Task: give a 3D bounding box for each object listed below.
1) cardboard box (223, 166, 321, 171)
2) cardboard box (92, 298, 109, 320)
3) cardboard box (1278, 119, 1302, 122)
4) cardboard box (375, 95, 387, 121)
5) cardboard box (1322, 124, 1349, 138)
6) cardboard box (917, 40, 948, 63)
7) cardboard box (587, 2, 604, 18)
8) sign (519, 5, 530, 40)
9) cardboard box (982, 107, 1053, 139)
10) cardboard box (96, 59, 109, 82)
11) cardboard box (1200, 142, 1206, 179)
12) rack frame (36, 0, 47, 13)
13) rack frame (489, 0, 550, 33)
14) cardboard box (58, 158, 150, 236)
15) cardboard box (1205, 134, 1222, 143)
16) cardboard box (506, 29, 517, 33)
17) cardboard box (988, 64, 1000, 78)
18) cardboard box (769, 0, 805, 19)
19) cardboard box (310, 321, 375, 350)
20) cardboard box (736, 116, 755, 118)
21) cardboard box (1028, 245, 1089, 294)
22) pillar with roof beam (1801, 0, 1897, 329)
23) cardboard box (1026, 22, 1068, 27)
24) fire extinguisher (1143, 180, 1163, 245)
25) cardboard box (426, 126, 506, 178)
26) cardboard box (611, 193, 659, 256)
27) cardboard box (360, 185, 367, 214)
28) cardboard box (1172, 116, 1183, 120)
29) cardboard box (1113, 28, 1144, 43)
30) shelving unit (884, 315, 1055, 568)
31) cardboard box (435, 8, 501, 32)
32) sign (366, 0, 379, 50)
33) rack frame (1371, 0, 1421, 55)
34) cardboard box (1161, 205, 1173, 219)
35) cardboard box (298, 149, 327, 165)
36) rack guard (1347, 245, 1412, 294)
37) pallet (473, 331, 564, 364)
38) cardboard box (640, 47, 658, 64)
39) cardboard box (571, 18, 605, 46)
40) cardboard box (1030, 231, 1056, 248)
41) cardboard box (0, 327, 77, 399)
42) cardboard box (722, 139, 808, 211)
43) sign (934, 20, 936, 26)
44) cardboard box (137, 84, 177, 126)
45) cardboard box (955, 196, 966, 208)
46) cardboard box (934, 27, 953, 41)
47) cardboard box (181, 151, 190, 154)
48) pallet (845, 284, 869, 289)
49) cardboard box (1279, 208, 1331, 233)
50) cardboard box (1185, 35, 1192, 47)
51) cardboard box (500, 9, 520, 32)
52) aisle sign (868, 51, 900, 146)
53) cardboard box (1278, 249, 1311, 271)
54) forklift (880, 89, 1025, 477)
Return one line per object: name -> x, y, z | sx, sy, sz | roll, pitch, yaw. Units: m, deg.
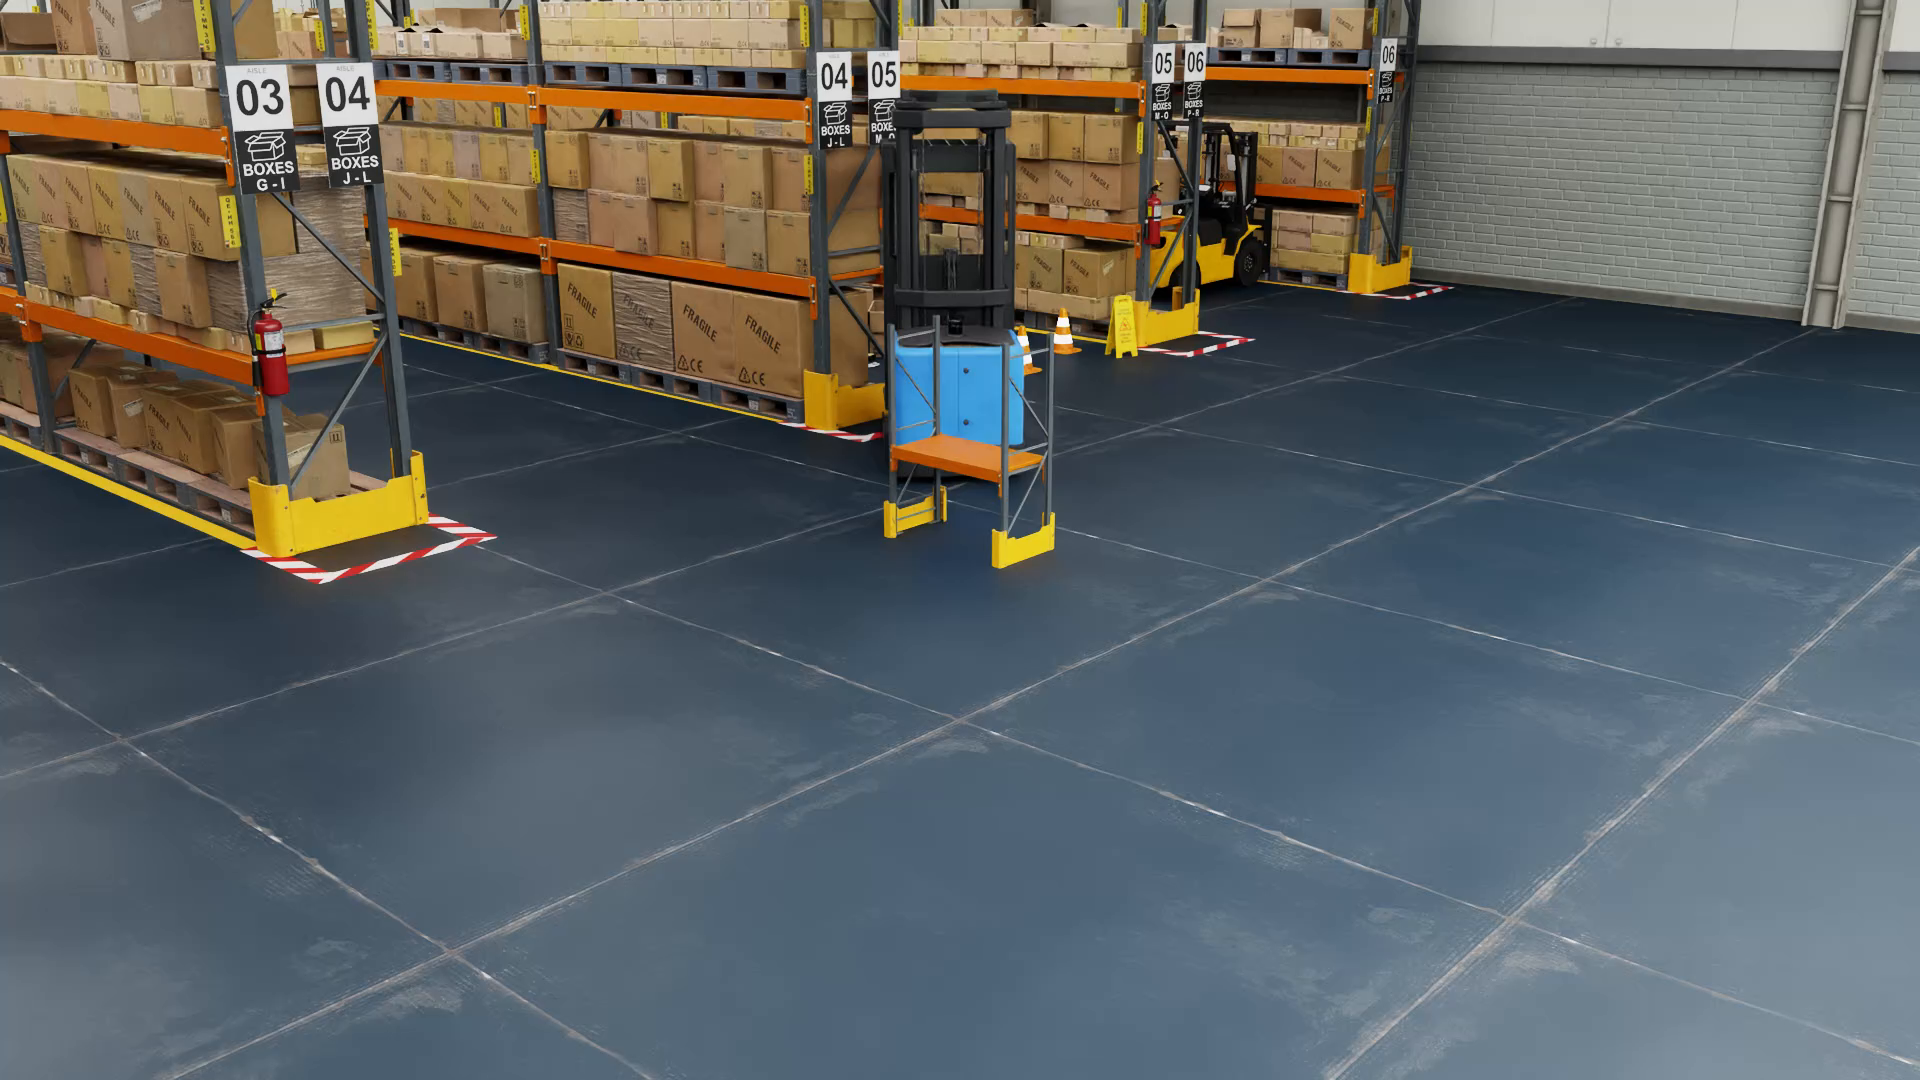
cardboard box -> -4.878, -2.393, 11.882 | 0.500, 0.500, 0.500 | 15, 23, 39
cardboard box -> -6.358, -1.779, 12.675 | 0.250, 0.149, 0.380 | 15, 23, 39
cardboard box -> 4.582, -5.718, 22.941 | 0.250, 0.149, 0.380 | 14, 23, 38
cardboard box -> -9.498, -7.271, 27.745 | 0.500, 0.500, 0.500 | 14, 23, 38
cardboard box -> 4.979, -5.384, 21.888 | 0.250, 0.149, 0.380 | 15, 23, 39
cardboard box -> -0.153, -5.746, 19.556 | 0.500, 0.250, 0.500 | 15, 23, 39
cardboard box -> -3.285, -4.993, 15.664 | 0.250, 0.149, 0.380 | 15, 23, 38
sign -> -4.255, -5.059, 16.260 | 0.005, 0.325, 0.100 | 15, 23, 39
cardboard box -> 0.668, -4.728, 19.241 | 0.500, 0.500, 0.700 | 15, 23, 39
cardboard box -> -5.836, -3.314, 11.727 | 0.250, 0.149, 0.380 | 14, 22, 37
cardboard box -> 3.538, -5.319, 23.247 | 0.500, 0.500, 0.500 | 15, 23, 39
rack frame -> -12.878, -8.627, 23.917 | 0.127, 3.000, 1.000 | 15, 23, 39
rack frame -> -6.676, -8.964, 24.980 | 0.127, 3.000, 1.000 | 15, 23, 39
cardboard box -> -6.354, -2.573, 12.452 | 0.500, 0.500, 0.500 | 15, 23, 39
cardboard box -> 3.602, -5.591, 23.034 | 0.250, 0.149, 0.380 | 14, 22, 38
cardboard box -> -6.534, -7.490, 24.824 | 0.258, 0.266, 0.396 | 15, 23, 39
cardboard box -> 0.533, -5.379, 19.060 | 0.250, 0.149, 0.380 | 15, 23, 40
cardboard box -> -1.388, -4.483, 14.058 | 0.250, 0.149, 0.380 | 15, 23, 40
cardboard box -> -4.333, -1.444, 11.618 | 0.250, 0.149, 0.380 | 15, 23, 39
cardboard box -> -2.765, -5.561, 22.824 | 0.500, 0.500, 0.500 | 15, 23, 38
cardboard box -> 1.135, -3.148, 19.183 | 0.500, 0.500, 0.500 | 16, 24, 41
pillar with roof beam -> 7.299, -5.843, 15.146 | 0.400, 9.000, 9.100 | 15, 23, 39
cardboard box -> 1.323, -7.501, 24.618 | 0.500, 0.311, 0.500 | 14, 22, 37
fire extinguisher -> 2.079, -3.531, 17.906 | 0.183, 0.674, 0.296 | 15, 23, 39
cardboard box -> -5.418, -4.286, 18.341 | 0.500, 0.500, 0.700 | 15, 23, 39
cardboard box -> -2.866, -3.117, 16.228 | 0.550, 0.550, 0.875 | 15, 23, 39
cardboard box -> -6.737, -4.057, 19.272 | 0.500, 0.500, 0.500 | 15, 23, 40
cardboard box -> 3.093, -5.908, 23.539 | 0.250, 0.149, 0.380 | 14, 23, 38
cardboard box -> 1.851, -5.386, 17.762 | 0.250, 0.149, 0.380 | 15, 23, 40
shelving unit -> 0.057, -0.700, 11.337 | 1.083, 1.500, 0.587 | 15, 23, 39
cardboard box -> -5.408, -5.600, 18.316 | 0.500, 0.500, 0.500 | 15, 23, 39
sign -> -3.918, -3.422, 11.031 | 0.005, 0.325, 0.100 | 15, 23, 39
rack frame -> 5.592, -7.678, 20.928 | 0.127, 3.000, 1.000 | 15, 23, 39
cardboard box -> 2.183, -3.690, 18.695 | 0.250, 0.149, 0.380 | 15, 23, 39
cardboard box -> -7.565, -4.519, 19.631 | 0.250, 0.149, 0.380 | 14, 22, 37
rack guard -> 5.609, -3.622, 22.199 | 0.348, 0.500, 1.175 | 15, 23, 39
pallet -> -4.529, -2.166, 18.089 | 1.213, 0.211, 1.003 | 15, 23, 39
cardboard box -> -2.718, -4.460, 15.304 | 0.250, 0.149, 0.380 | 15, 23, 40
cardboard box -> -3.344, -4.843, 15.851 | 0.500, 0.250, 0.500 | 15, 23, 39
cardboard box -> 1.022, -3.463, 19.102 | 0.250, 0.149, 0.380 | 16, 23, 40
cardboard box -> -8.478, -1.614, 15.145 | 0.500, 0.500, 0.700 | 13, 22, 35
cardboard box -> -1.635, -3.314, 15.061 | 0.550, 0.550, 0.875 | 15, 23, 39
sign -> -0.338, -6.298, 20.685 | 0.005, 0.325, 0.100 | 15, 23, 39
cardboard box -> -5.183, -2.950, 11.237 | 0.500, 0.250, 0.500 | 15, 23, 40
cardboard box -> 0.155, -4.053, 19.839 | 0.250, 0.149, 0.380 | 15, 23, 39
cardboard box -> -0.089, -5.891, 19.355 | 0.250, 0.149, 0.380 | 15, 23, 39
cardboard box -> -9.896, -5.003, 21.647 | 0.250, 0.149, 0.380 | 15, 23, 40
pallet -> -1.275, -3.325, 21.739 | 1.213, 0.211, 1.003 | 15, 23, 39
cardboard box -> 4.654, -4.308, 22.425 | 0.500, 0.250, 0.500 | 16, 23, 40
cardboard box -> 3.309, -6.866, 22.886 | 0.250, 0.149, 0.380 | 16, 24, 41
cardboard box -> -6.976, -7.995, 25.861 | 0.500, 0.500, 0.500 | 16, 23, 40
aisle sign -> -0.658, -3.847, 14.478 | 0.004, 0.787, 0.394 | 15, 23, 39
cardboard box -> 4.665, -3.833, 22.582 | 0.500, 0.250, 0.500 | 15, 23, 39
forklift -> -0.107, -2.280, 13.952 | 1.130, 2.935, 3.031 | -1, 18, -4
